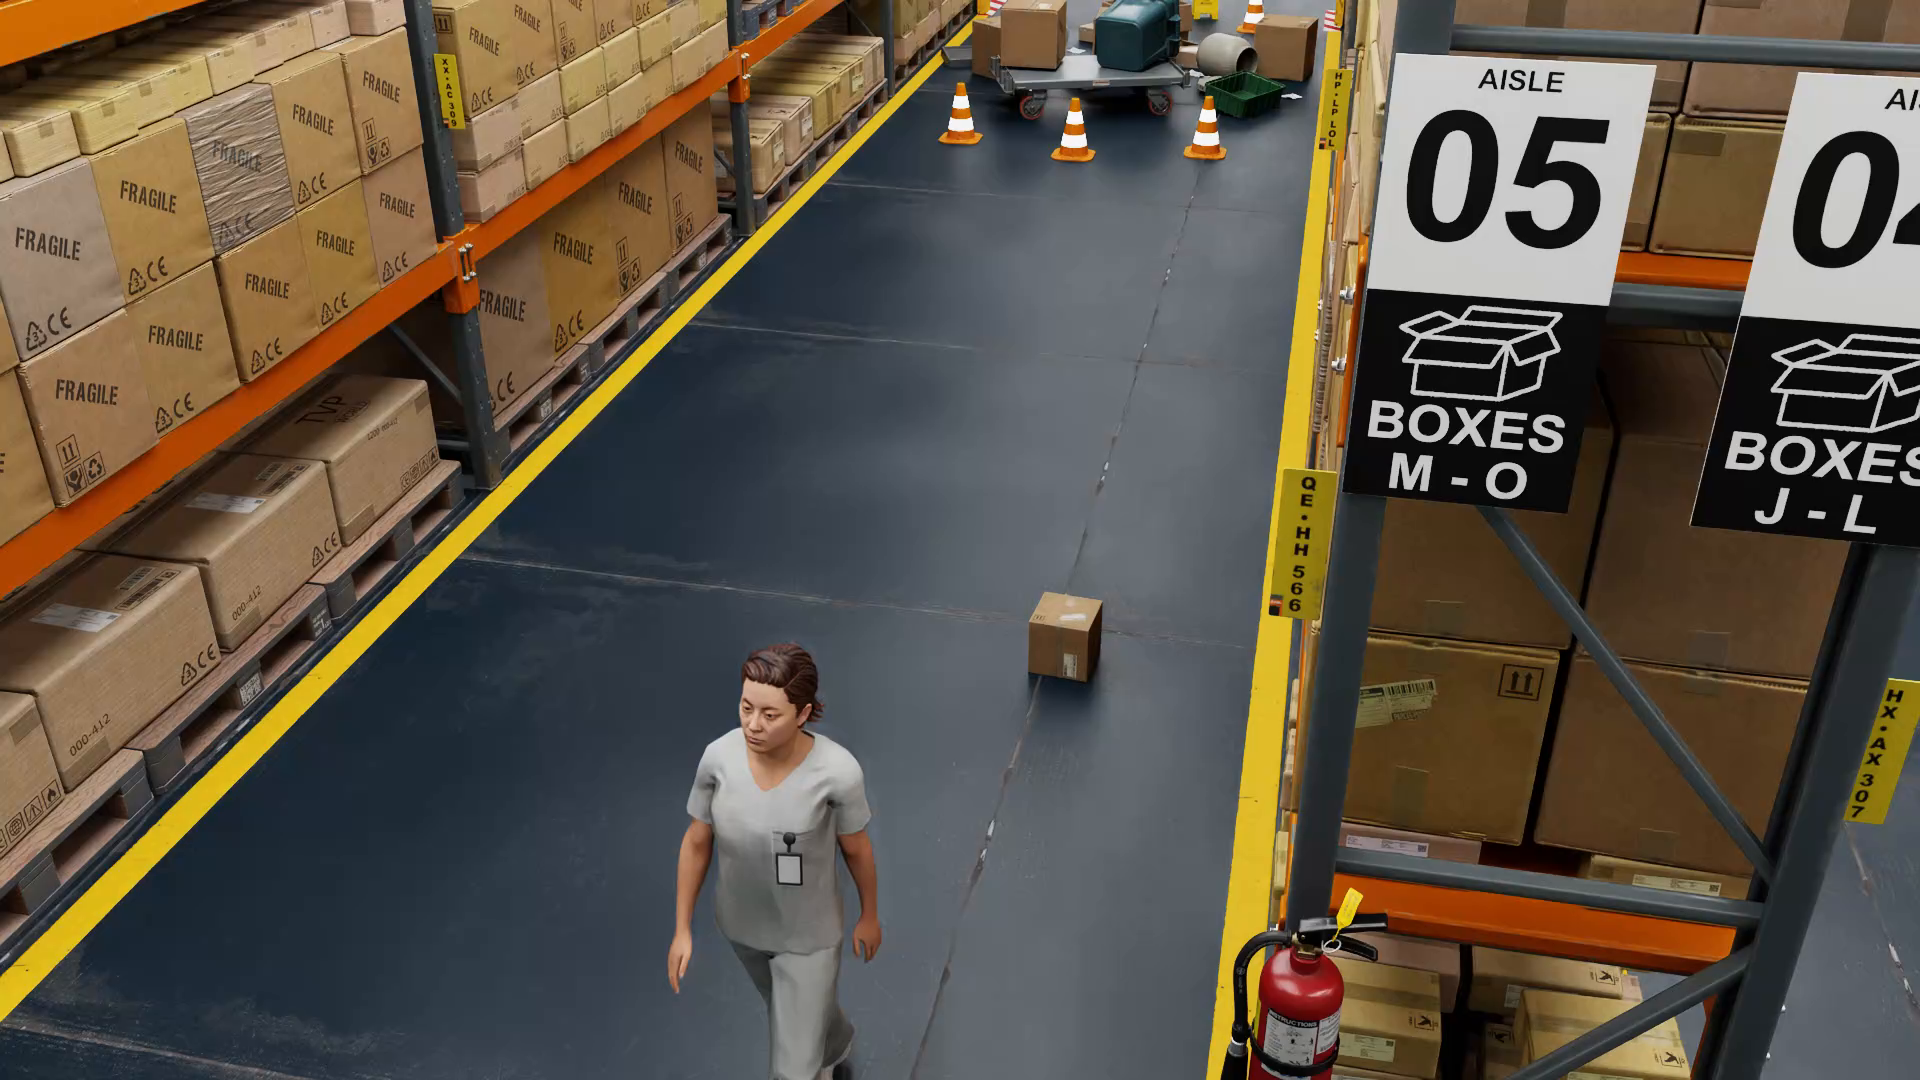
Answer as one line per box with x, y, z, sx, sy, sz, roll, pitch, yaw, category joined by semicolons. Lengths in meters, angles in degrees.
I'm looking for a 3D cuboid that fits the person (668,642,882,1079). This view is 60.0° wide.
-0.496;1.025;4.244;0.474;1.623;0.943;10;30;17;person
